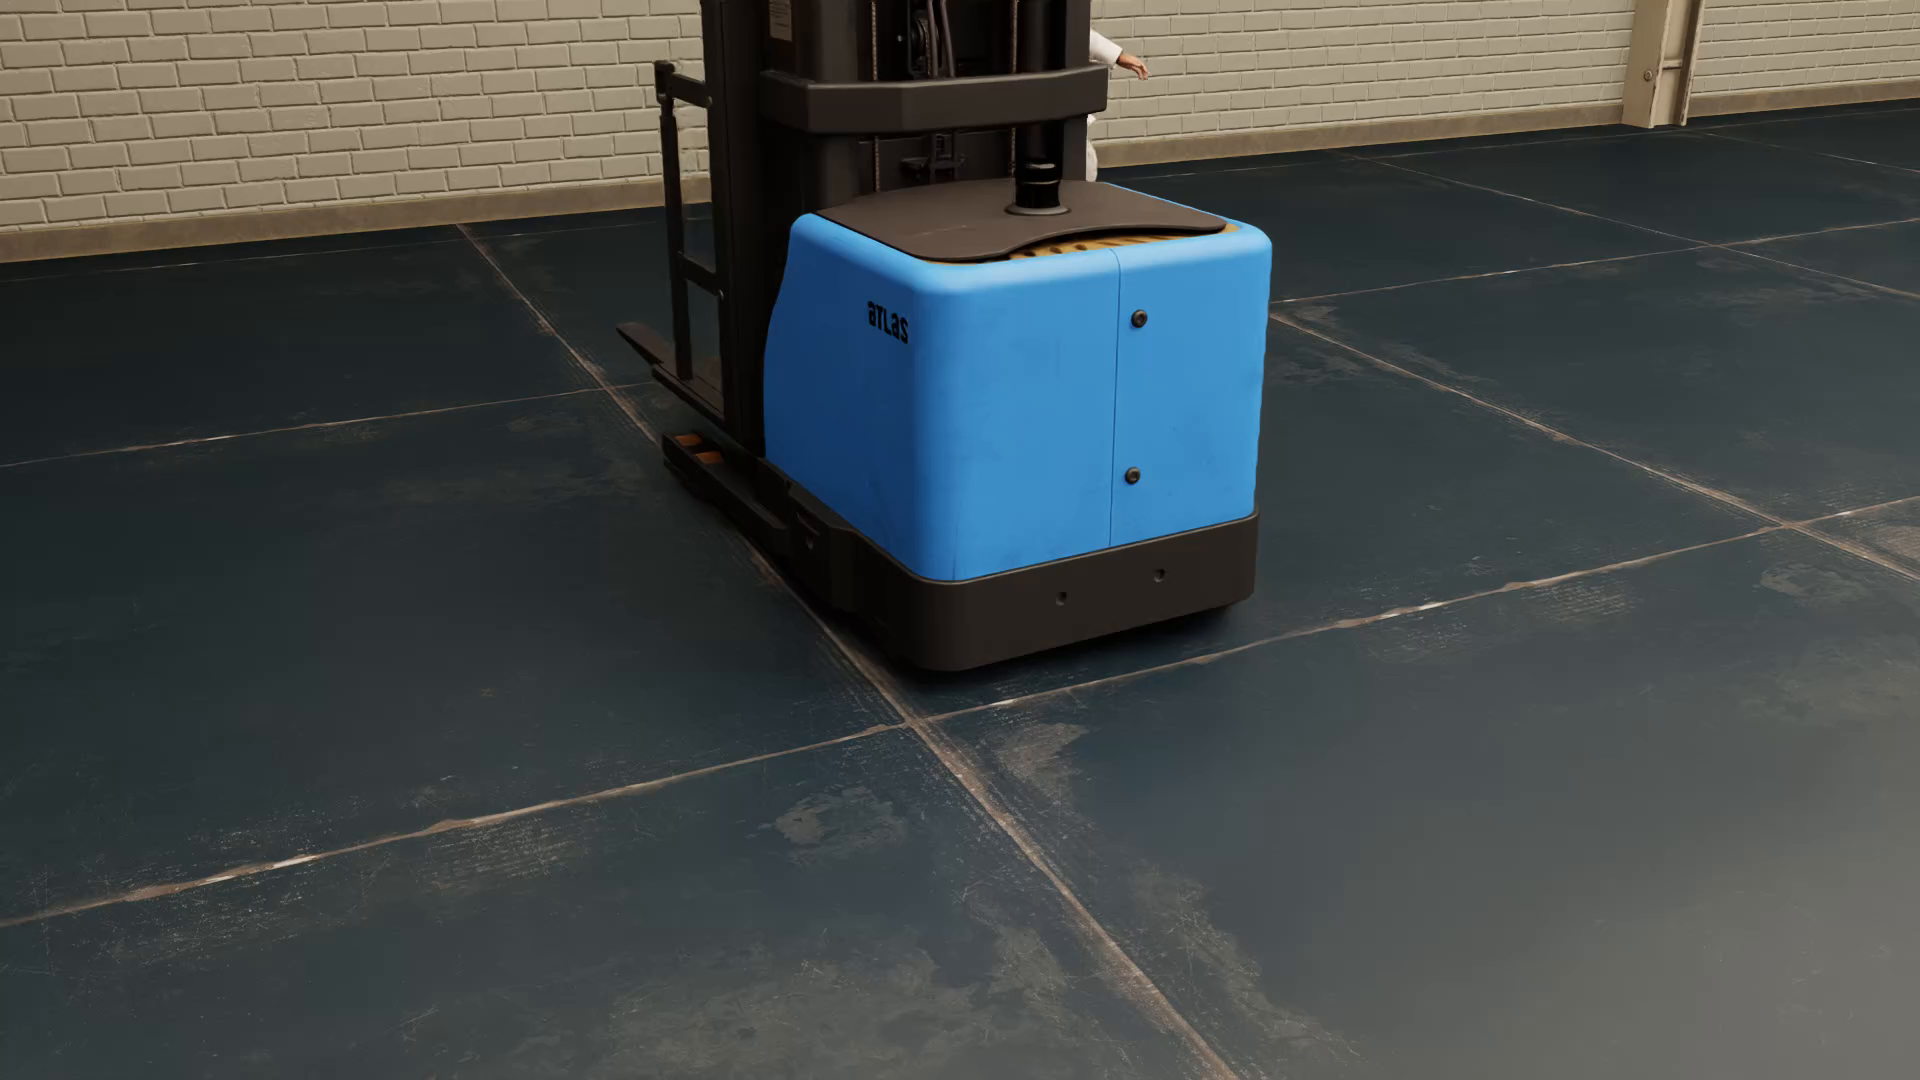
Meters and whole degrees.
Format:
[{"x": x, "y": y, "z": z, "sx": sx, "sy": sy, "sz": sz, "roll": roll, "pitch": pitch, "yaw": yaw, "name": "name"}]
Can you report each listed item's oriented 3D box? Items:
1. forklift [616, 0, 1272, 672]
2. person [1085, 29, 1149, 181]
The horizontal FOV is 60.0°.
[{"x": -0.338, "y": -1.551, "z": 5.019, "sx": 1.130, "sy": 2.935, "sz": 3.031, "roll": -12, "pitch": 25, "yaw": -26, "name": "forklift"}, {"x": 0.566, "y": -2.193, "z": 8.211, "sx": 0.759, "sy": 1.701, "sz": 0.863, "roll": 1, "pitch": 23, "yaw": 1, "name": "person"}]
